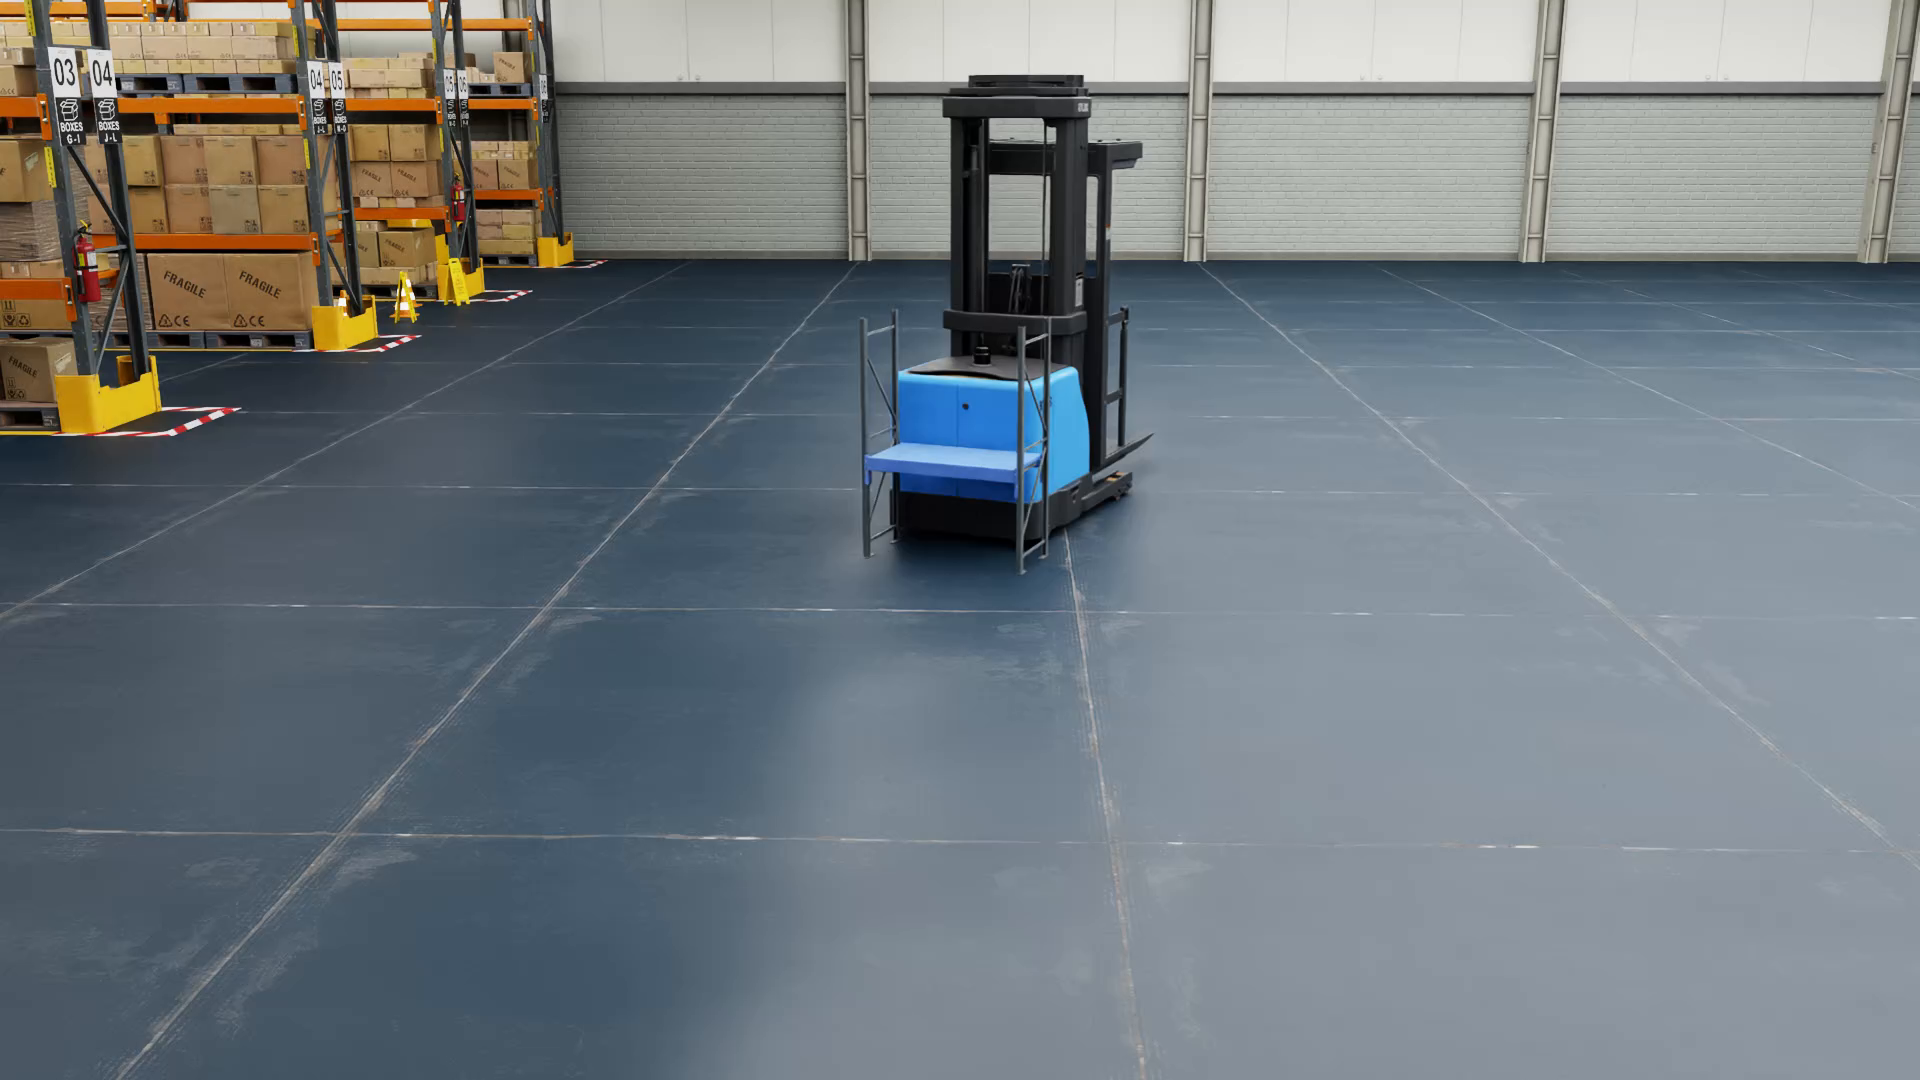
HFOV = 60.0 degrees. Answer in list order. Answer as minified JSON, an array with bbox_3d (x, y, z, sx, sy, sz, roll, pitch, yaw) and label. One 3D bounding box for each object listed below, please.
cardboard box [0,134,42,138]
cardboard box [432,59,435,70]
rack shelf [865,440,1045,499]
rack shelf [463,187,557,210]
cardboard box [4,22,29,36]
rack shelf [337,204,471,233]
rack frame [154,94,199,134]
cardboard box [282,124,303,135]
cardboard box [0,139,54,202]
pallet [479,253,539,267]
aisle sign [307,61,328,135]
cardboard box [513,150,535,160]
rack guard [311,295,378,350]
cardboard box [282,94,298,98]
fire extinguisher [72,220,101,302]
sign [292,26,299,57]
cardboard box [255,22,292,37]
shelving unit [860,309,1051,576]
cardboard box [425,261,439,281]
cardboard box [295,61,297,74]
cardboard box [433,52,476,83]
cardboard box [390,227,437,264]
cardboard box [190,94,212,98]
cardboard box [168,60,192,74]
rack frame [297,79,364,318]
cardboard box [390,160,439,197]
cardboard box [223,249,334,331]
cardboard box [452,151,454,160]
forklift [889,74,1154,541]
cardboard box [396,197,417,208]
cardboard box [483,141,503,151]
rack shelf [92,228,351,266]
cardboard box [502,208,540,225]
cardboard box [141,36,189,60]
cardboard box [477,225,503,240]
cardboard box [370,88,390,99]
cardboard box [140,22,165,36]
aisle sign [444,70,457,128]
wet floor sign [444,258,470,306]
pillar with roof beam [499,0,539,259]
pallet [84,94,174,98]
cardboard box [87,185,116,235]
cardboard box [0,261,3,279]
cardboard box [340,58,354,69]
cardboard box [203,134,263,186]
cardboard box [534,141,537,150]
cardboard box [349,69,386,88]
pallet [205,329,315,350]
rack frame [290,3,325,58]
[{"bbox_3d":[-10.901,-4.389,19.184,0.550,0.550,0.875,0,15,1],"label":"cardboard box"},{"bbox_3d":[-7.595,-6.811,23.825,0.250,0.149,0.380,0,15,1],"label":"cardboard box"},{"bbox_3d":[-0.026,-0.443,10.283,1.000,0.185,0.538,6,16,21],"label":"rack shelf"},{"bbox_3d":[-9.121,-5.973,29.011,4.000,0.370,1.077,0,15,1],"label":"rack shelf"},{"bbox_3d":[-10.405,-5.679,18.516,0.250,0.149,0.380,0,15,1],"label":"cardboard box"},{"bbox_3d":[-9.244,-4.707,24.213,4.000,0.370,1.077,0,15,1],"label":"rack shelf"},{"bbox_3d":[-11.243,-5.068,24.171,0.127,3.000,1.000,0,15,1],"label":"rack frame"},{"bbox_3d":[-9.274,-5.687,23.775,0.500,0.500,0.700,0,15,1],"label":"cardboard box"},{"bbox_3d":[-8.054,-3.131,14.089,0.500,0.500,0.500,0,15,1],"label":"cardboard box"},{"bbox_3d":[-7.887,-4.954,29.204,1.213,0.211,1.003,0,15,1],"label":"pallet"},{"bbox_3d":[-7.207,-4.959,18.661,0.004,0.787,0.394,0,15,1],"label":"aisle sign"},{"bbox_3d":[-7.475,-6.601,28.512,0.250,0.149,0.380,1,15,2],"label":"cardboard box"},{"bbox_3d":[-7.246,-2.570,19.603,0.348,0.500,1.175,0,15,1],"label":"rack guard"},{"bbox_3d":[-9.394,-6.322,23.536,0.250,0.149,0.380,0,15,2],"label":"cardboard box"},{"bbox_3d":[-7.395,-2.359,14.054,0.183,0.674,0.296,0,15,1],"label":"fire extinguisher"},{"bbox_3d":[-7.298,-5.481,18.275,0.005,0.325,0.100,0,15,1],"label":"sign"},{"bbox_3d":[-7.615,-5.661,18.446,0.250,0.149,0.380,1,15,2],"label":"cardboard box"},{"bbox_3d":[-0.026,-0.617,10.237,1.048,1.500,0.538,6,16,21],"label":"shelving unit"},{"bbox_3d":[-8.044,-3.992,24.656,0.500,0.250,0.500,0,15,1],"label":"cardboard box"},{"bbox_3d":[-7.605,-5.444,19.186,0.250,0.149,0.380,0,15,2],"label":"cardboard box"},{"bbox_3d":[-8.592,-8.031,28.305,0.500,0.500,0.700,0,15,2],"label":"cardboard box"},{"bbox_3d":[-8.068,-4.354,24.561,0.500,0.500,0.500,0,15,0],"label":"cardboard box"},{"bbox_3d":[-10.678,-6.316,23.512,0.250,0.149,0.380,0,15,1],"label":"cardboard box"},{"bbox_3d":[-8.629,-5.282,18.573,0.250,0.149,0.380,0,15,1],"label":"cardboard box"},{"bbox_3d":[-7.270,-3.779,19.285,0.127,3.000,1.000,0,15,1],"label":"rack frame"},{"bbox_3d":[-7.794,-5.168,23.768,0.500,0.500,0.500,0,15,0],"label":"cardboard box"},{"bbox_3d":[-7.950,-2.943,19.455,0.875,0.875,0.875,0,15,2],"label":"cardboard box"},{"bbox_3d":[-8.758,-6.603,28.520,0.250,0.149,0.380,0,15,2],"label":"cardboard box"},{"bbox_3d":[0.606,-1.741,11.693,1.130,2.935,3.031,7,16,24],"label":"forklift"},{"bbox_3d":[-7.880,-4.842,23.805,0.250,0.149,0.380,0,15,1],"label":"cardboard box"},{"bbox_3d":[-7.995,-6.751,28.498,0.250,0.149,0.380,1,15,3],"label":"cardboard box"},{"bbox_3d":[-9.269,-3.444,19.426,4.000,0.370,1.077,0,15,1],"label":"rack shelf"},{"bbox_3d":[-7.590,-5.589,28.749,0.500,0.250,0.500,1,15,3],"label":"cardboard box"},{"bbox_3d":[-8.768,-5.491,18.585,0.500,0.250,0.500,0,15,1],"label":"cardboard box"},{"bbox_3d":[-8.117,-5.353,28.836,0.500,0.250,0.500,0,15,1],"label":"cardboard box"},{"bbox_3d":[-8.123,-6.306,23.474,0.250,0.149,0.380,1,15,3],"label":"cardboard box"},{"bbox_3d":[-8.886,-5.669,18.478,0.250,0.149,0.380,0,15,1],"label":"cardboard box"},{"bbox_3d":[-7.190,-6.225,23.458,0.004,0.787,0.394,0,15,1],"label":"aisle sign"},{"bbox_3d":[-7.082,-3.630,23.333,0.232,0.644,0.267,6,16,21],"label":"wet floor sign"},{"bbox_3d":[-7.905,-8.345,24.832,0.400,9.000,9.100,0,15,1],"label":"pillar with roof beam"},{"bbox_3d":[-11.858,-6.459,23.930,1.003,0.211,1.213,0,15,1],"label":"pallet"},{"bbox_3d":[-9.812,-3.847,19.248,0.550,0.550,0.875,0,15,1],"label":"cardboard box"},{"bbox_3d":[-8.289,-2.333,14.296,0.250,0.149,0.380,0,15,1],"label":"cardboard box"},{"bbox_3d":[-8.599,-6.710,23.444,0.250,0.149,0.380,0,15,1],"label":"cardboard box"},{"bbox_3d":[-8.192,-4.366,19.099,0.550,0.550,0.875,0,15,1],"label":"cardboard box"},{"bbox_3d":[-7.452,-6.871,28.951,0.250,0.149,0.380,0,15,0],"label":"cardboard box"},{"bbox_3d":[-8.266,-6.506,23.449,0.500,0.250,0.500,0,15,1],"label":"cardboard box"},{"bbox_3d":[-8.071,-2.416,19.584,1.213,0.211,1.003,0,15,1],"label":"pallet"},{"bbox_3d":[-11.120,-9.235,28.203,0.127,3.000,1.000,0,15,1],"label":"rack frame"}]
